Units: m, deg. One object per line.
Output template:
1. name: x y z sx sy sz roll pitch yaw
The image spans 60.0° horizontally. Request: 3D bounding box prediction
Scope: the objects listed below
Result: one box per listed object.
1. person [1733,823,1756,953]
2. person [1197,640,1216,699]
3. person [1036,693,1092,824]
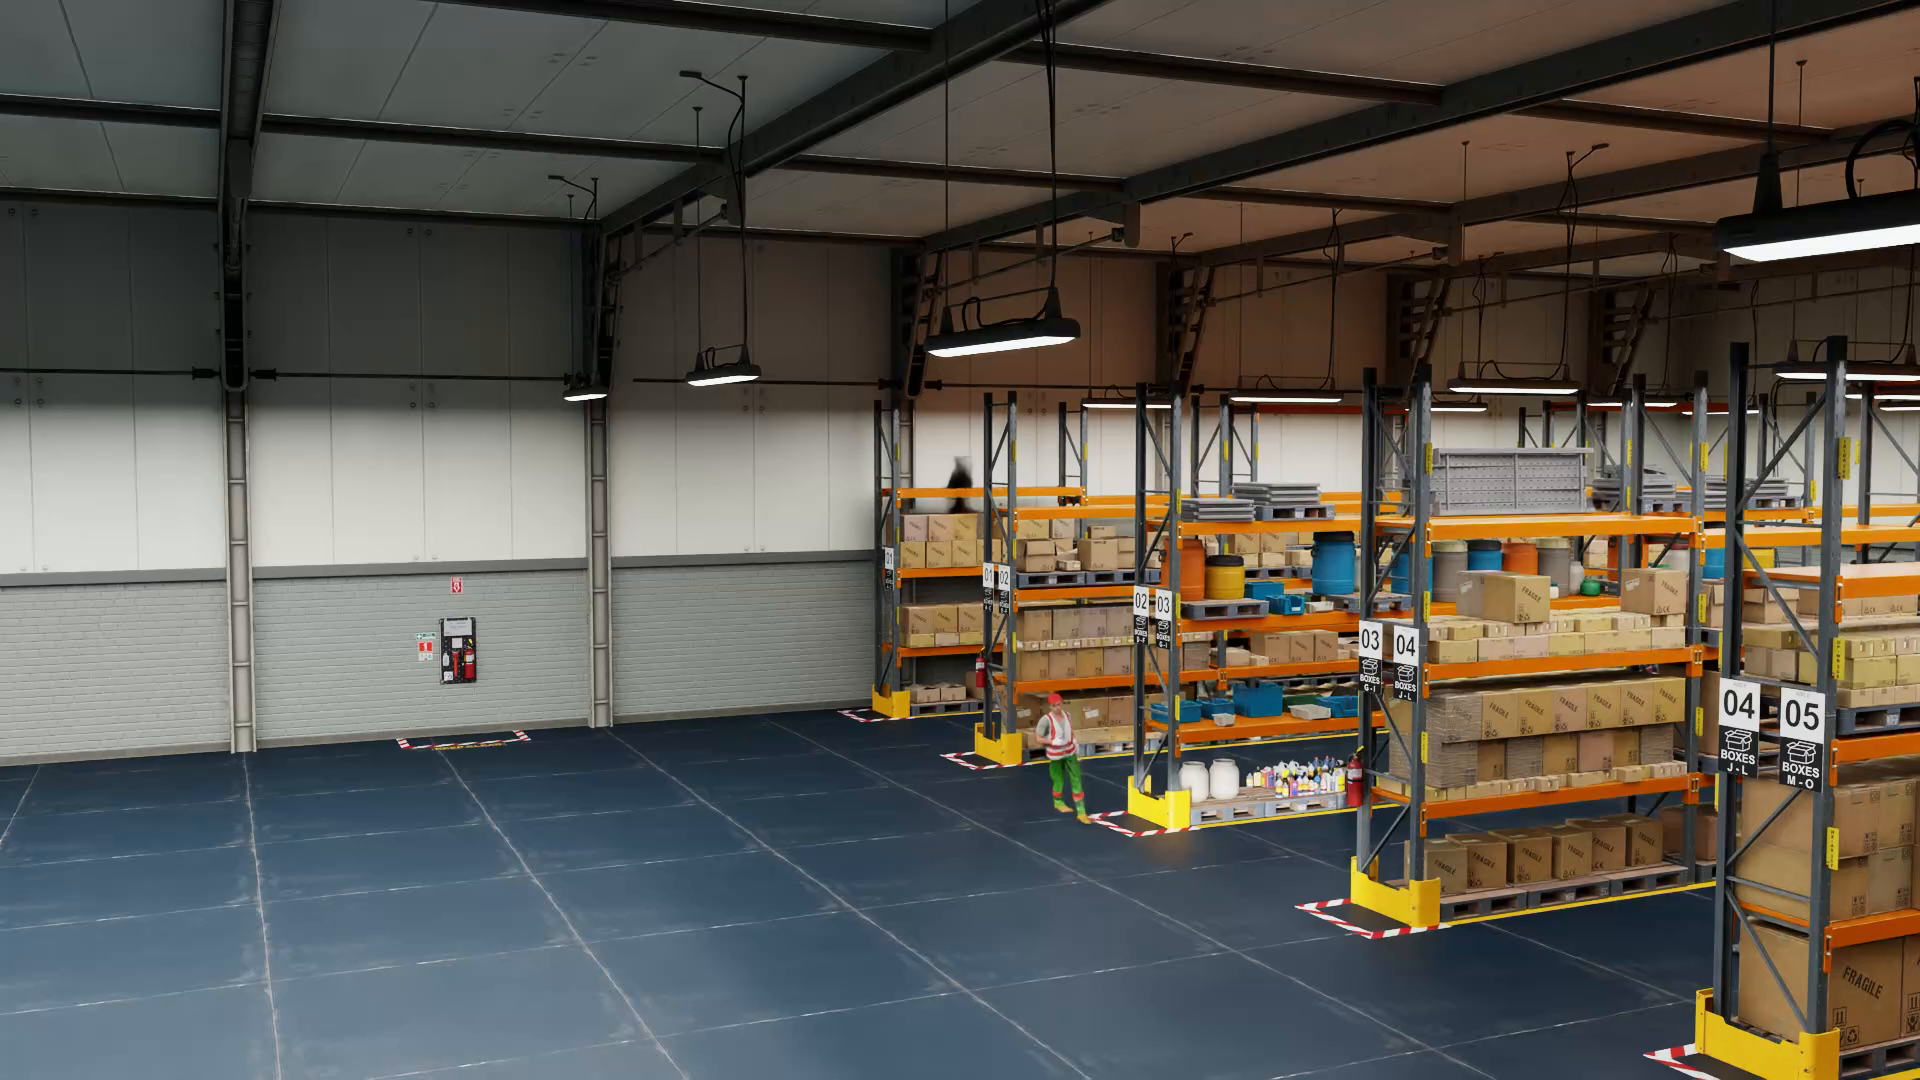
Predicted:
1. person: 8.199 3.319 16.873 0.766 1.733 0.710 -2 4 -33
2. person: 4.656 2.568 30.943 0.616 1.625 0.577 -3 4 -38
3. person: 1.335 2.935 22.615 0.692 1.742 0.944 -1 3 -16
